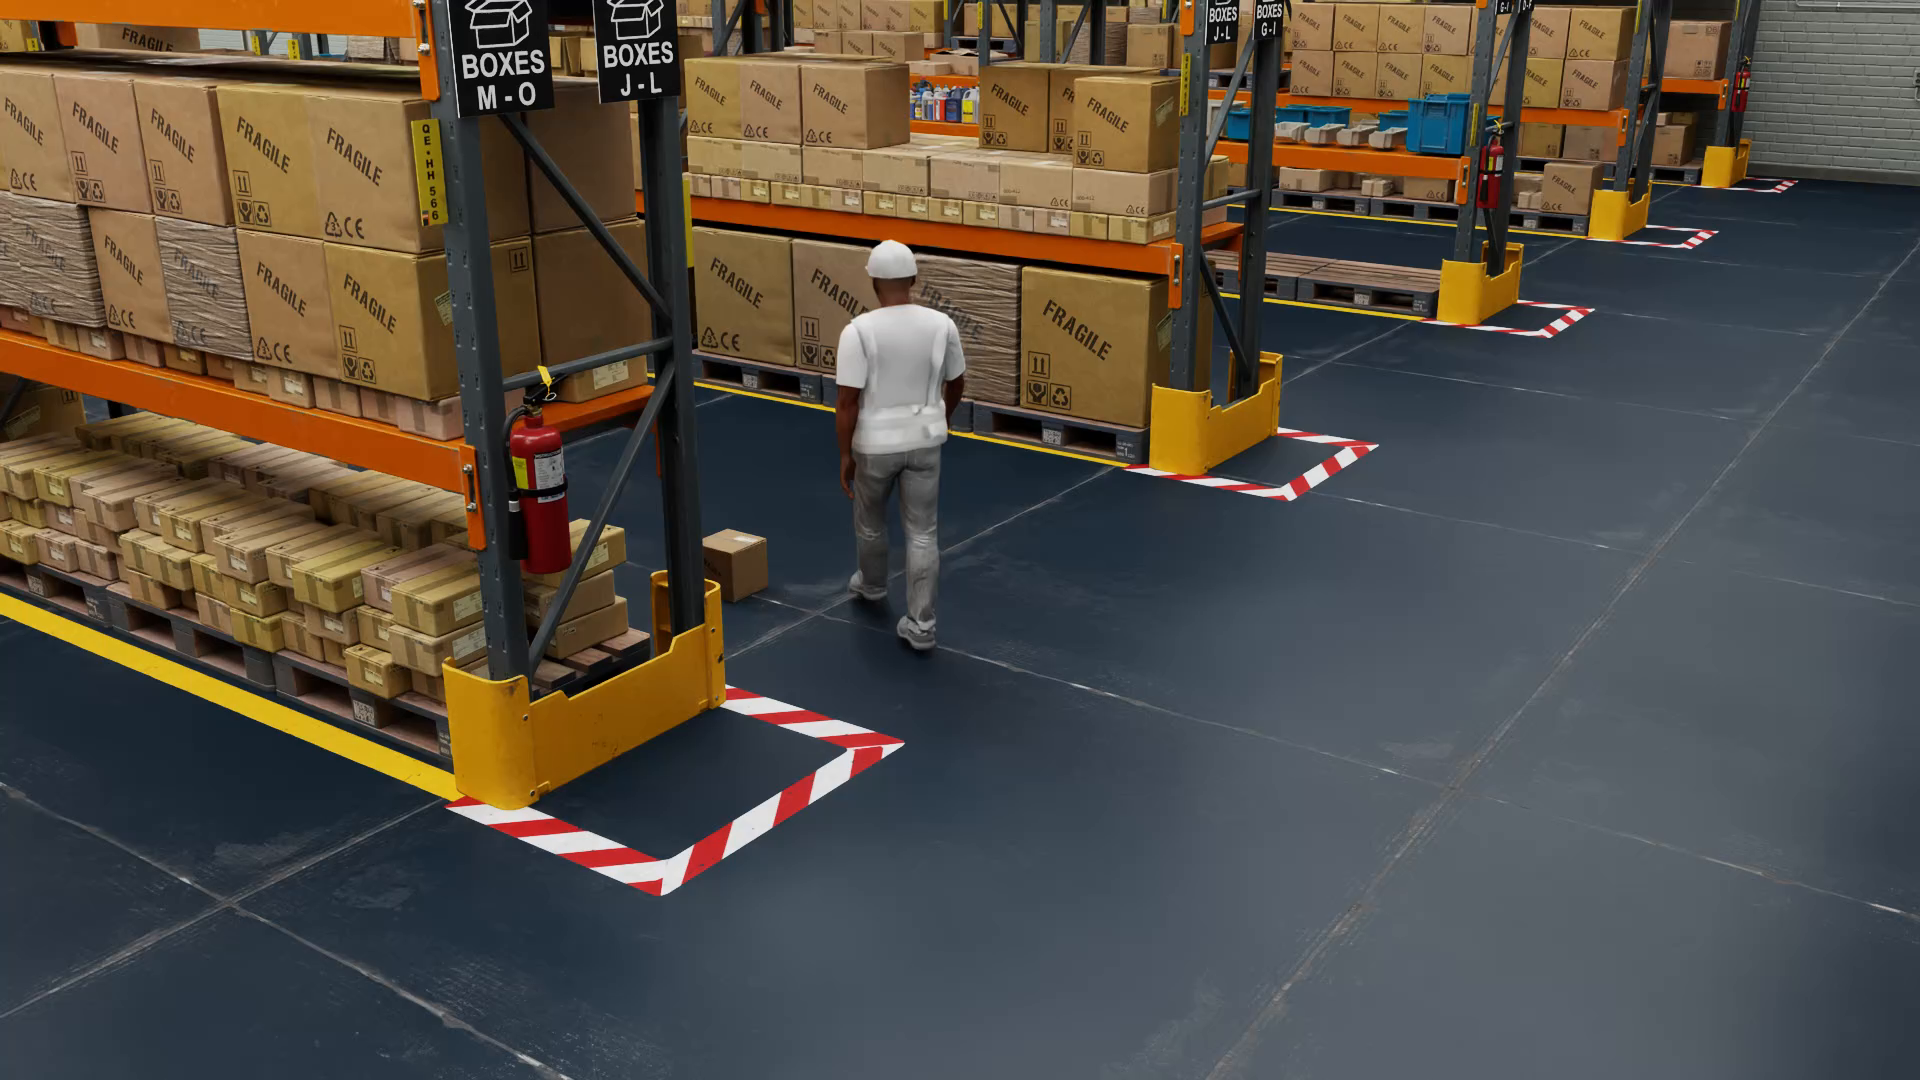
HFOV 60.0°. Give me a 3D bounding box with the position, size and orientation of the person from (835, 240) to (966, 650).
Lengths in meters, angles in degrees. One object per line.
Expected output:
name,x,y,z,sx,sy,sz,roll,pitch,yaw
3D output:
person,-0.274,-0.466,7.289,0.587,1.724,0.910,-3,20,-9
